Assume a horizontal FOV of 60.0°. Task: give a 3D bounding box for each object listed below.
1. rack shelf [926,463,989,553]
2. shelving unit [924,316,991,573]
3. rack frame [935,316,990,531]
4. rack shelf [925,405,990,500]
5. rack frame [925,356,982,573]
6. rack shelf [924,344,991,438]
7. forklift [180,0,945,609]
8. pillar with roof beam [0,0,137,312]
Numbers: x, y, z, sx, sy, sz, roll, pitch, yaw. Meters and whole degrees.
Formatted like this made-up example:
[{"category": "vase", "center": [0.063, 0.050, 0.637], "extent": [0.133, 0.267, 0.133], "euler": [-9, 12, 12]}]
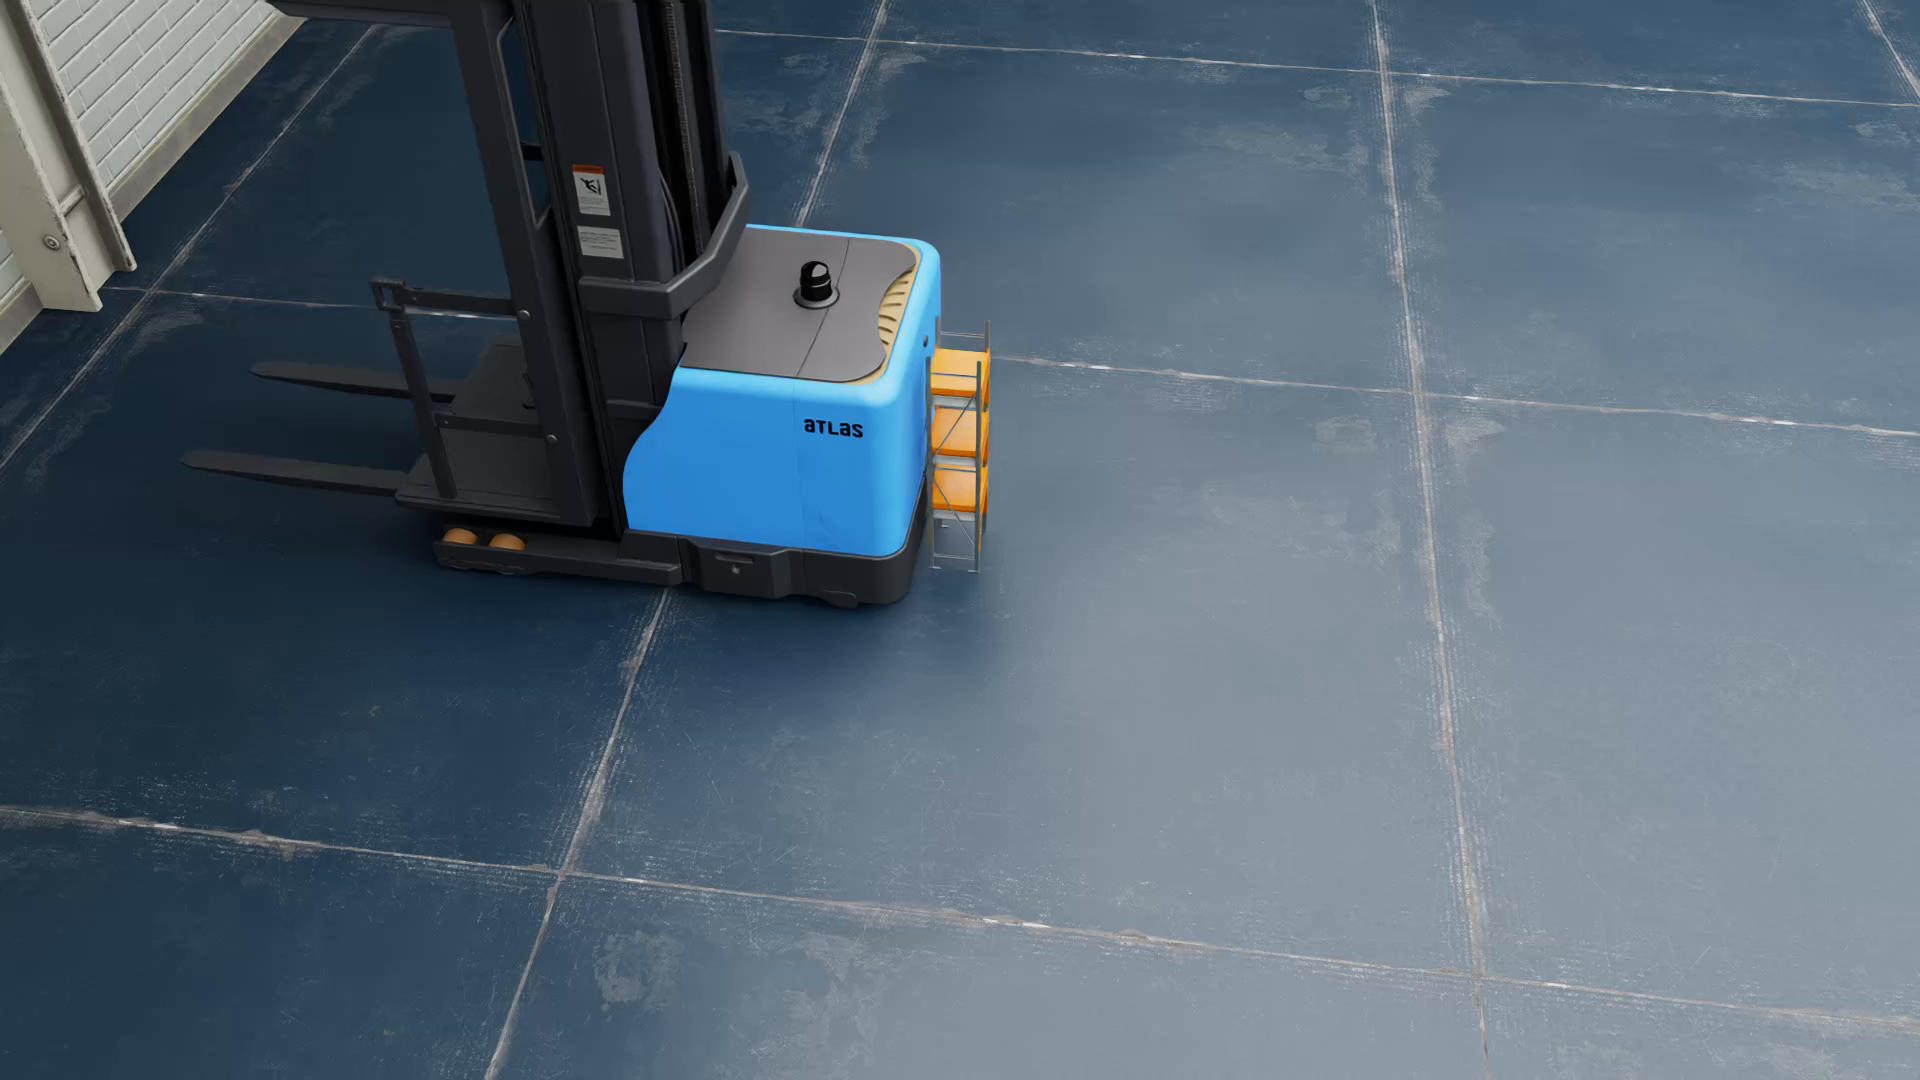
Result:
[{"category": "rack shelf", "center": [-0.007, -0.135, 6.549], "extent": [0.215, 0.259, 0.240], "euler": [5, 44, 6]}, {"category": "shelving unit", "center": [-0.007, -0.345, 6.351], "extent": [0.215, 1.050, 0.252], "euler": [5, 44, 6]}, {"category": "rack frame", "center": [0.009, -0.428, 6.438], "extent": [0.200, 1.050, 0.008], "euler": [5, 44, 6]}, {"category": "rack shelf", "center": [-0.007, -0.337, 6.358], "extent": [0.215, 0.259, 0.240], "euler": [5, 44, 6]}, {"category": "rack frame", "center": [-0.023, -0.262, 6.263], "extent": [0.200, 1.050, 0.008], "euler": [5, 44, 6]}, {"category": "rack shelf", "center": [-0.007, -0.543, 6.163], "extent": [0.215, 0.259, 0.240], "euler": [5, 44, 6]}, {"category": "forklift", "center": [-1.626, -1.278, 5.968], "extent": [3.031, 2.935, 1.130], "euler": [6, 44, 7]}, {"category": "pillar with roof beam", "center": [0.046, -4.107, 4.543], "extent": [9.100, 9.000, 0.400], "euler": [5, 44, 6]}]
